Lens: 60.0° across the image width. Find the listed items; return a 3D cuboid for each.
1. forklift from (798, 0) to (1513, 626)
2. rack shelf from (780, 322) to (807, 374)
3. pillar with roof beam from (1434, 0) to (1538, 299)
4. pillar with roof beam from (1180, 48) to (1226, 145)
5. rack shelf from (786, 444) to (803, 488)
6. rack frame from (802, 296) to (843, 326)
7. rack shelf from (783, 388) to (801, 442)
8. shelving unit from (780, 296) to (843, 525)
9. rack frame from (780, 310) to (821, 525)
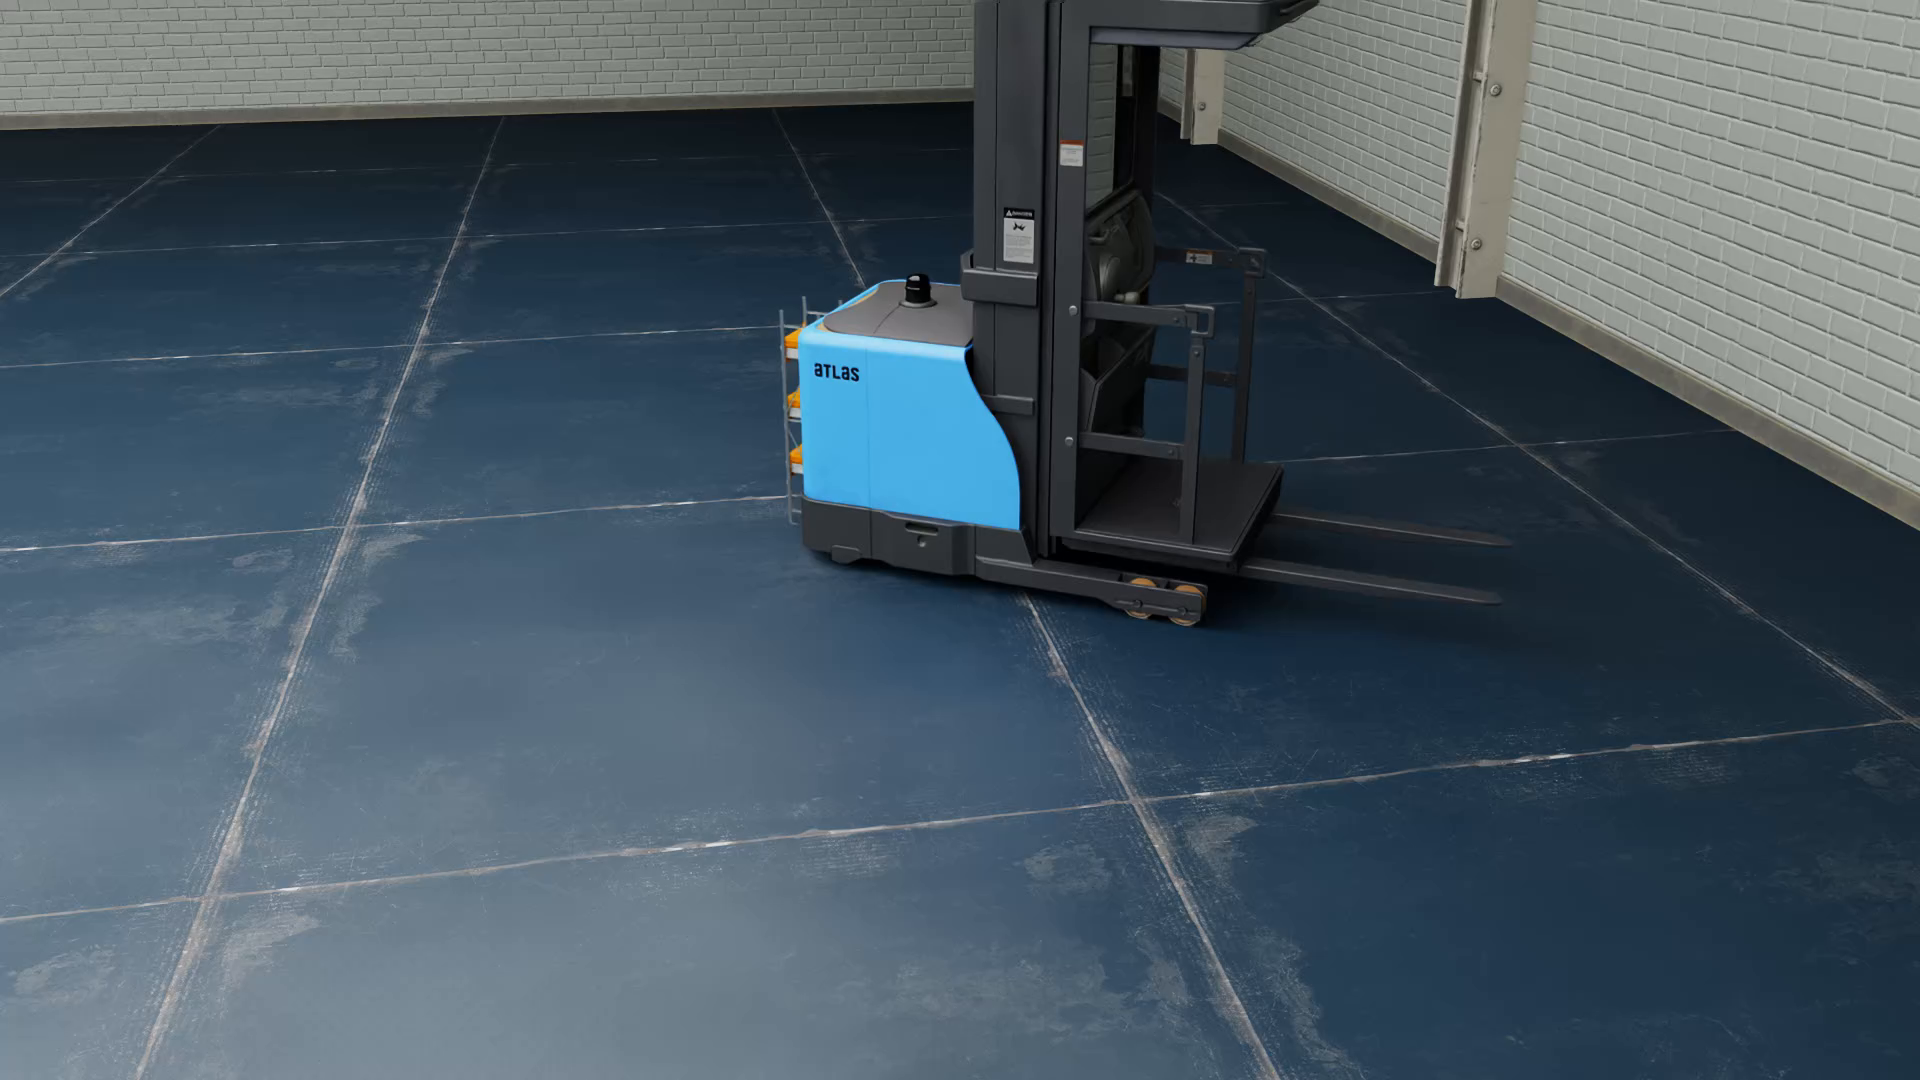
[{"bbox_3d":[0.857,-1.226,6.895,3.031,2.935,1.130,9,25,19],"label":"forklift"},{"bbox_3d":[-0.677,-0.840,7.680,0.215,0.259,0.240,8,25,18],"label":"rack shelf"},{"bbox_3d":[-0.635,-5.579,9.281,9.100,9.000,0.400,-4,24,-10],"label":"pillar with roof beam"},{"bbox_3d":[-1.744,-7.939,14.685,9.100,9.000,0.400,-4,24,-10],"label":"pillar with roof beam"},{"bbox_3d":[-0.677,-0.326,7.905,0.215,0.259,0.240,8,25,18],"label":"rack shelf"},{"bbox_3d":[-0.635,-0.636,7.894,0.200,1.050,0.008,8,25,18],"label":"rack frame"},{"bbox_3d":[-0.677,-0.580,7.794,0.215,0.259,0.240,8,25,18],"label":"rack shelf"},{"bbox_3d":[-0.677,-0.590,7.789,0.215,1.050,0.252,8,25,18],"label":"shelving unit"},{"bbox_3d":[-0.719,-0.544,7.684,0.200,1.050,0.008,8,25,18],"label":"rack frame"}]
